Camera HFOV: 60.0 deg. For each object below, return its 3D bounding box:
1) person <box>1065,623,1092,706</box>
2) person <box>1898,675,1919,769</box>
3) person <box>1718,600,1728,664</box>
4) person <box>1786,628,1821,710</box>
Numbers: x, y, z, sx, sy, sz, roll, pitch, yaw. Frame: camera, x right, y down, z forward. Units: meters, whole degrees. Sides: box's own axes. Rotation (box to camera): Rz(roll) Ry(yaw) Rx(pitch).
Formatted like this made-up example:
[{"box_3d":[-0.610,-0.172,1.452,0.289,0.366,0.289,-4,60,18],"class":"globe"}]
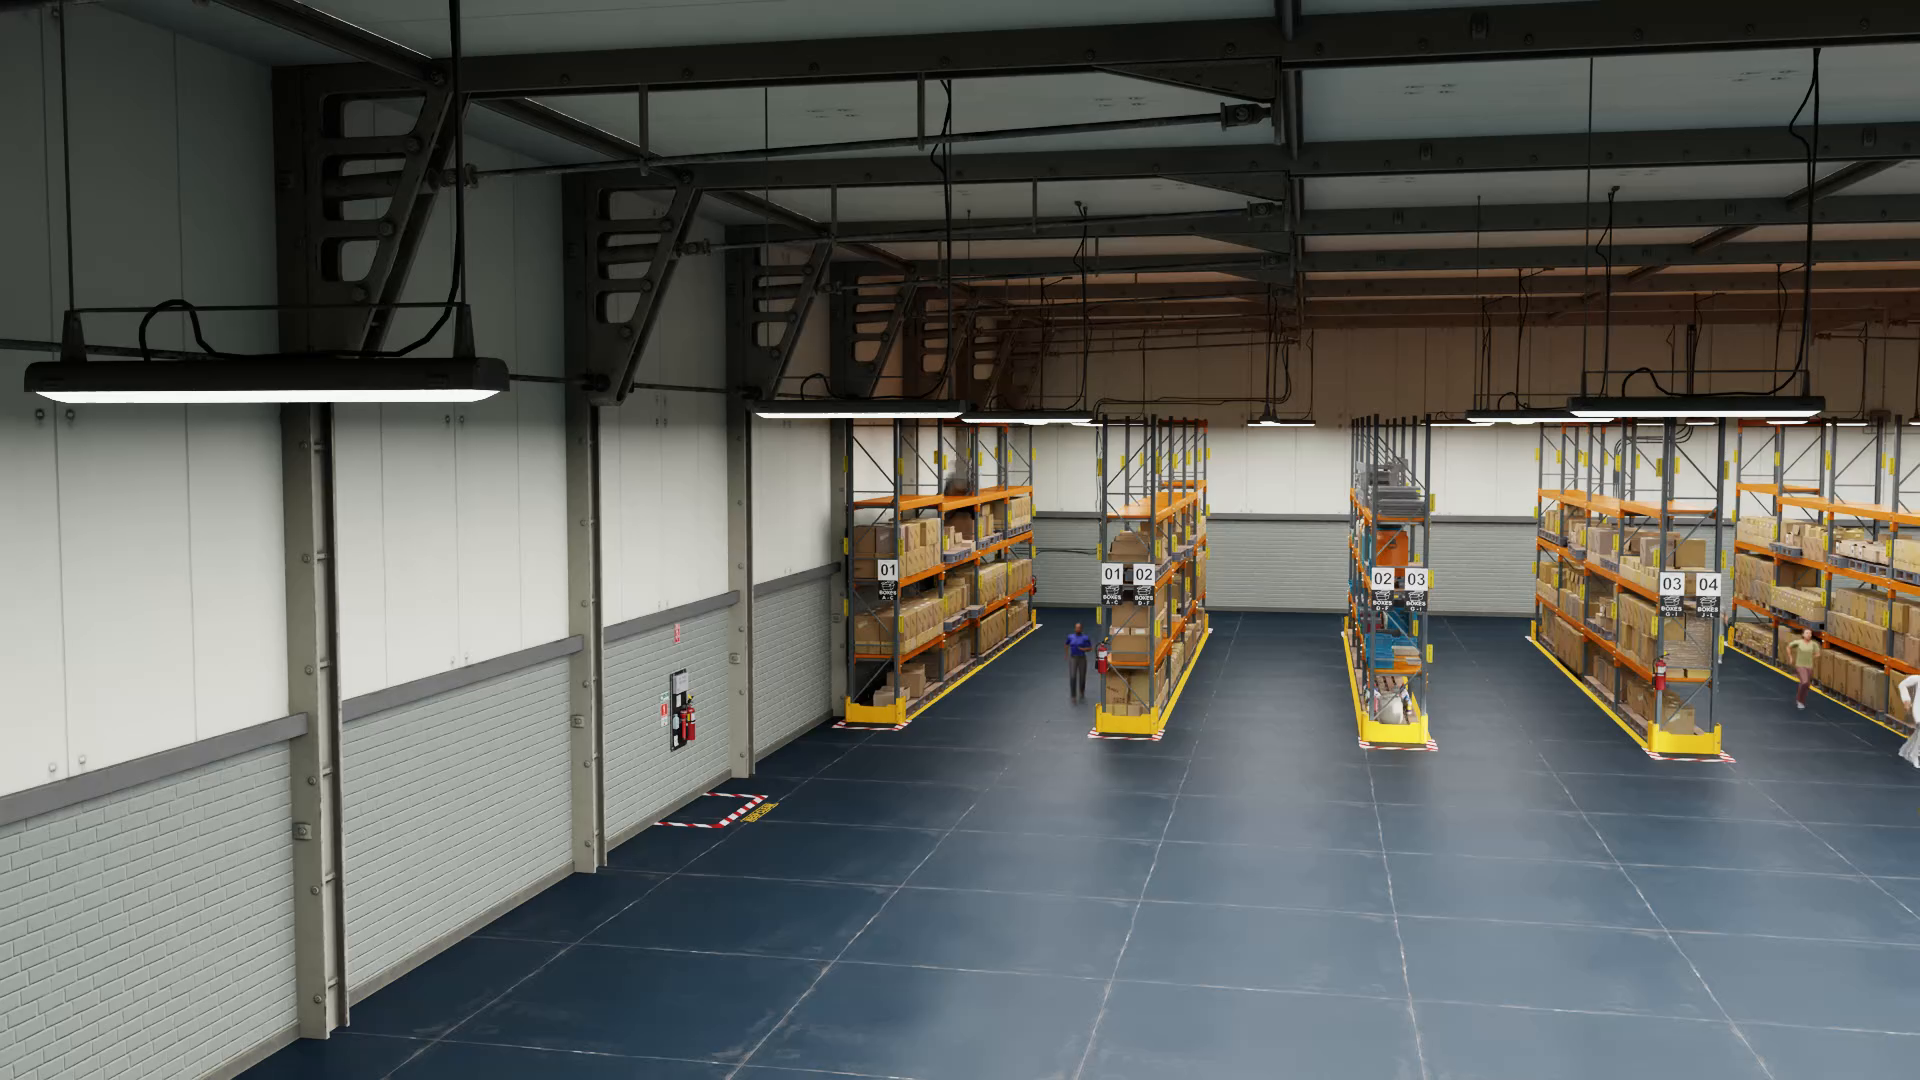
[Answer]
[{"box_3d":[2.470,2.563,34.782,0.562,1.682,0.885,0,4,5],"class":"person"},{"box_3d":[16.451,2.967,28.380,0.699,1.786,0.822,-1,4,-10],"class":"person"},{"box_3d":[18.518,2.174,40.705,0.574,1.645,0.925,1,4,12],"class":"person"},{"box_3d":[17.255,2.624,33.959,0.559,1.679,0.647,0,4,4],"class":"person"}]
